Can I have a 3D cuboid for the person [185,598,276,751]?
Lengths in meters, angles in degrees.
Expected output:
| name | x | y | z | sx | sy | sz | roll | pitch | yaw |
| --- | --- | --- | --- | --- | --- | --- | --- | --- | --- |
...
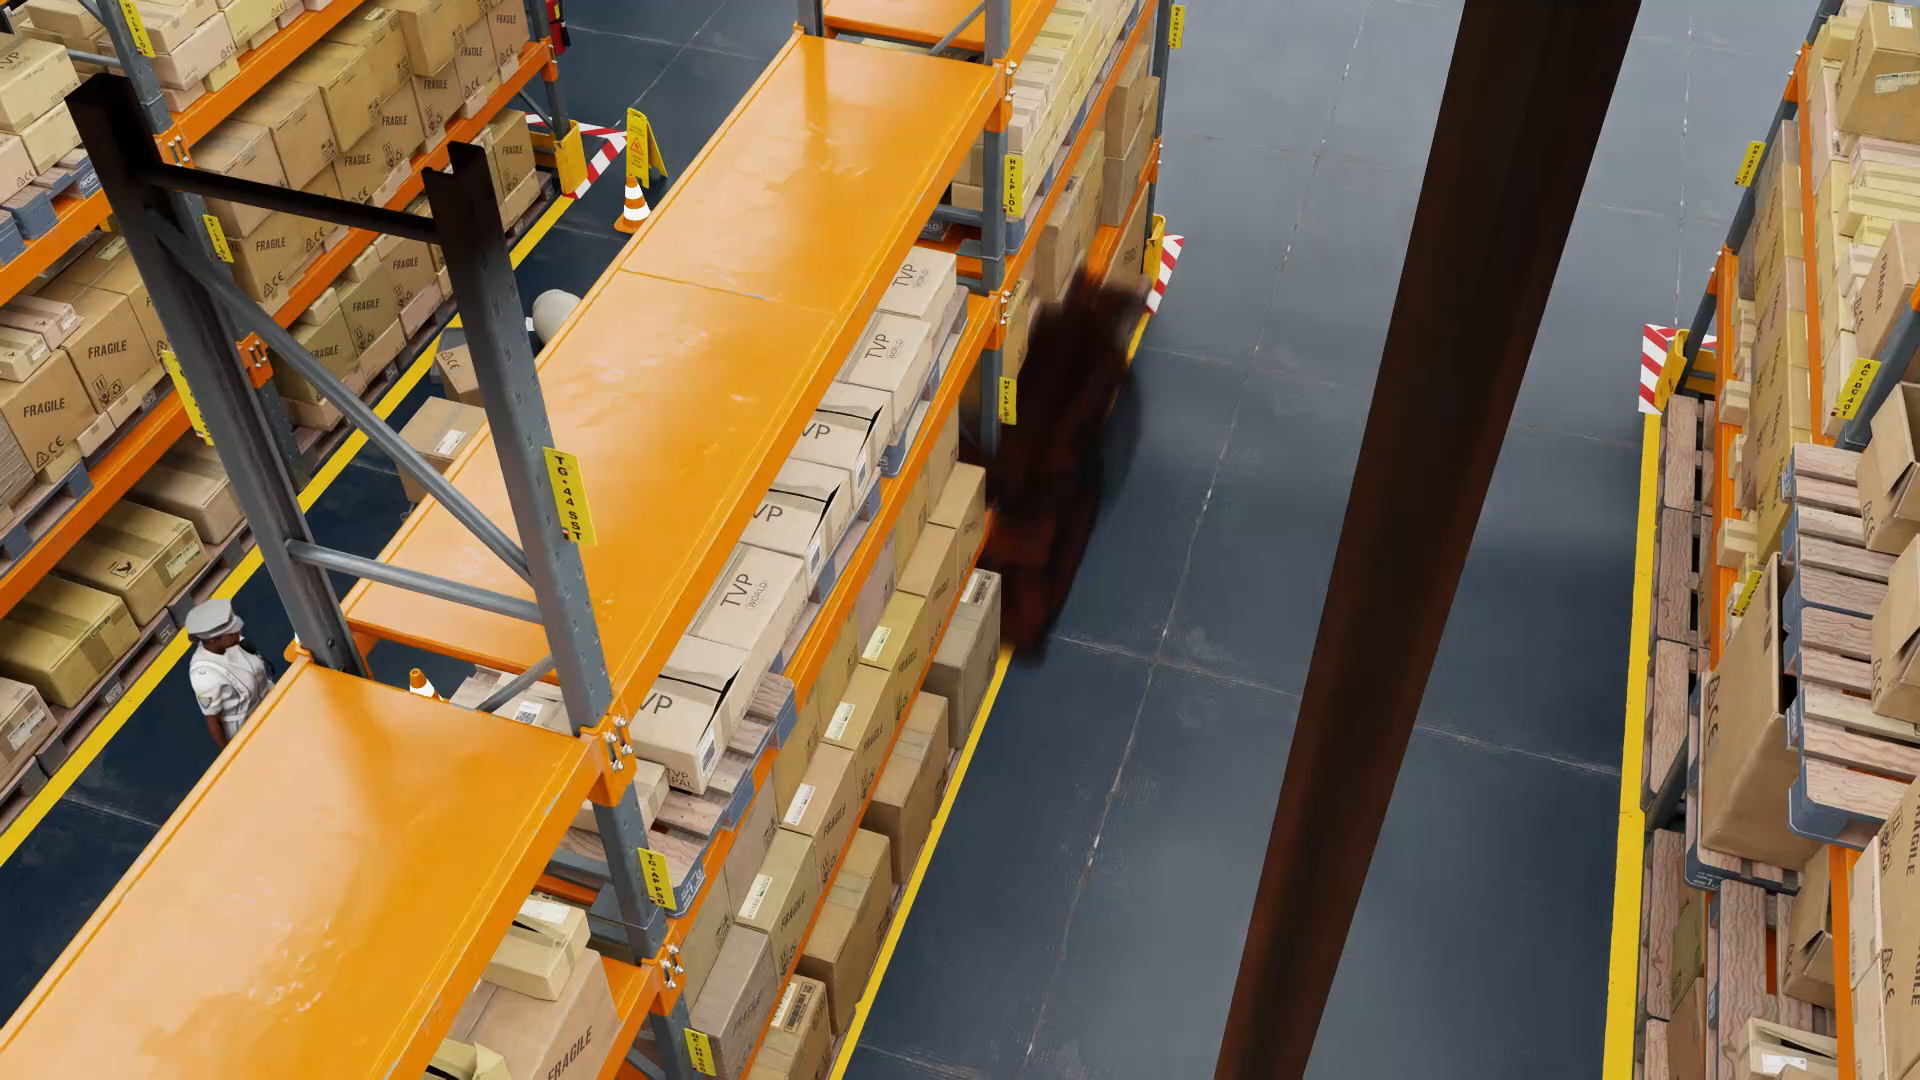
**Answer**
| name | x | y | z | sx | sy | sz | roll | pitch | yaw |
| --- | --- | --- | --- | --- | --- | --- | --- | --- | --- |
| person | -3.872 | 0.978 | 9.015 | 0.377 | 1.669 | 0.490 | 15 | 48 | 14 |
